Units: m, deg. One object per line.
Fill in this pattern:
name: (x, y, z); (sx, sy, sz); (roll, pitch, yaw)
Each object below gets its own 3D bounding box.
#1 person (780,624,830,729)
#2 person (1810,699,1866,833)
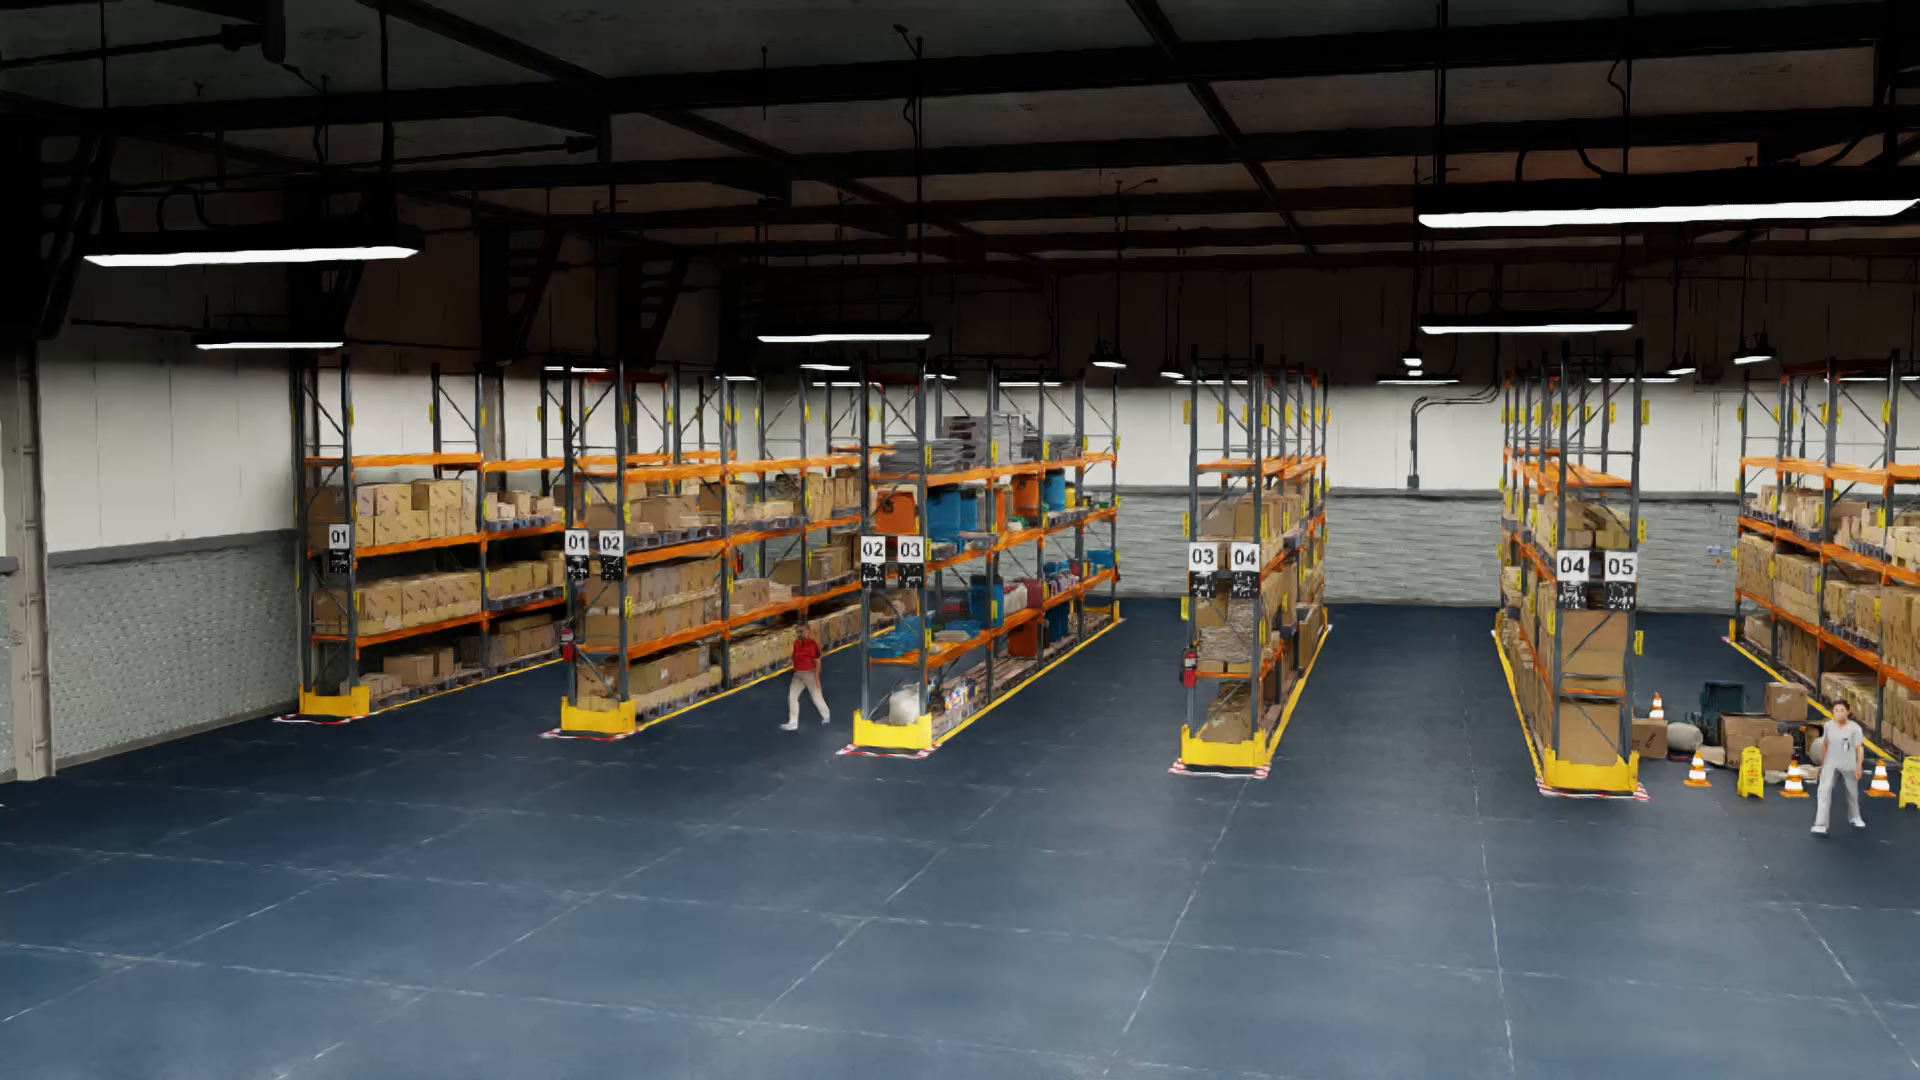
person: (-2.429, 2.166, 26.570); (0.568, 1.677, 0.942); (3, 5, 32)
person: (10.582, 2.701, 19.969); (0.486, 1.617, 0.959); (3, 5, 39)
